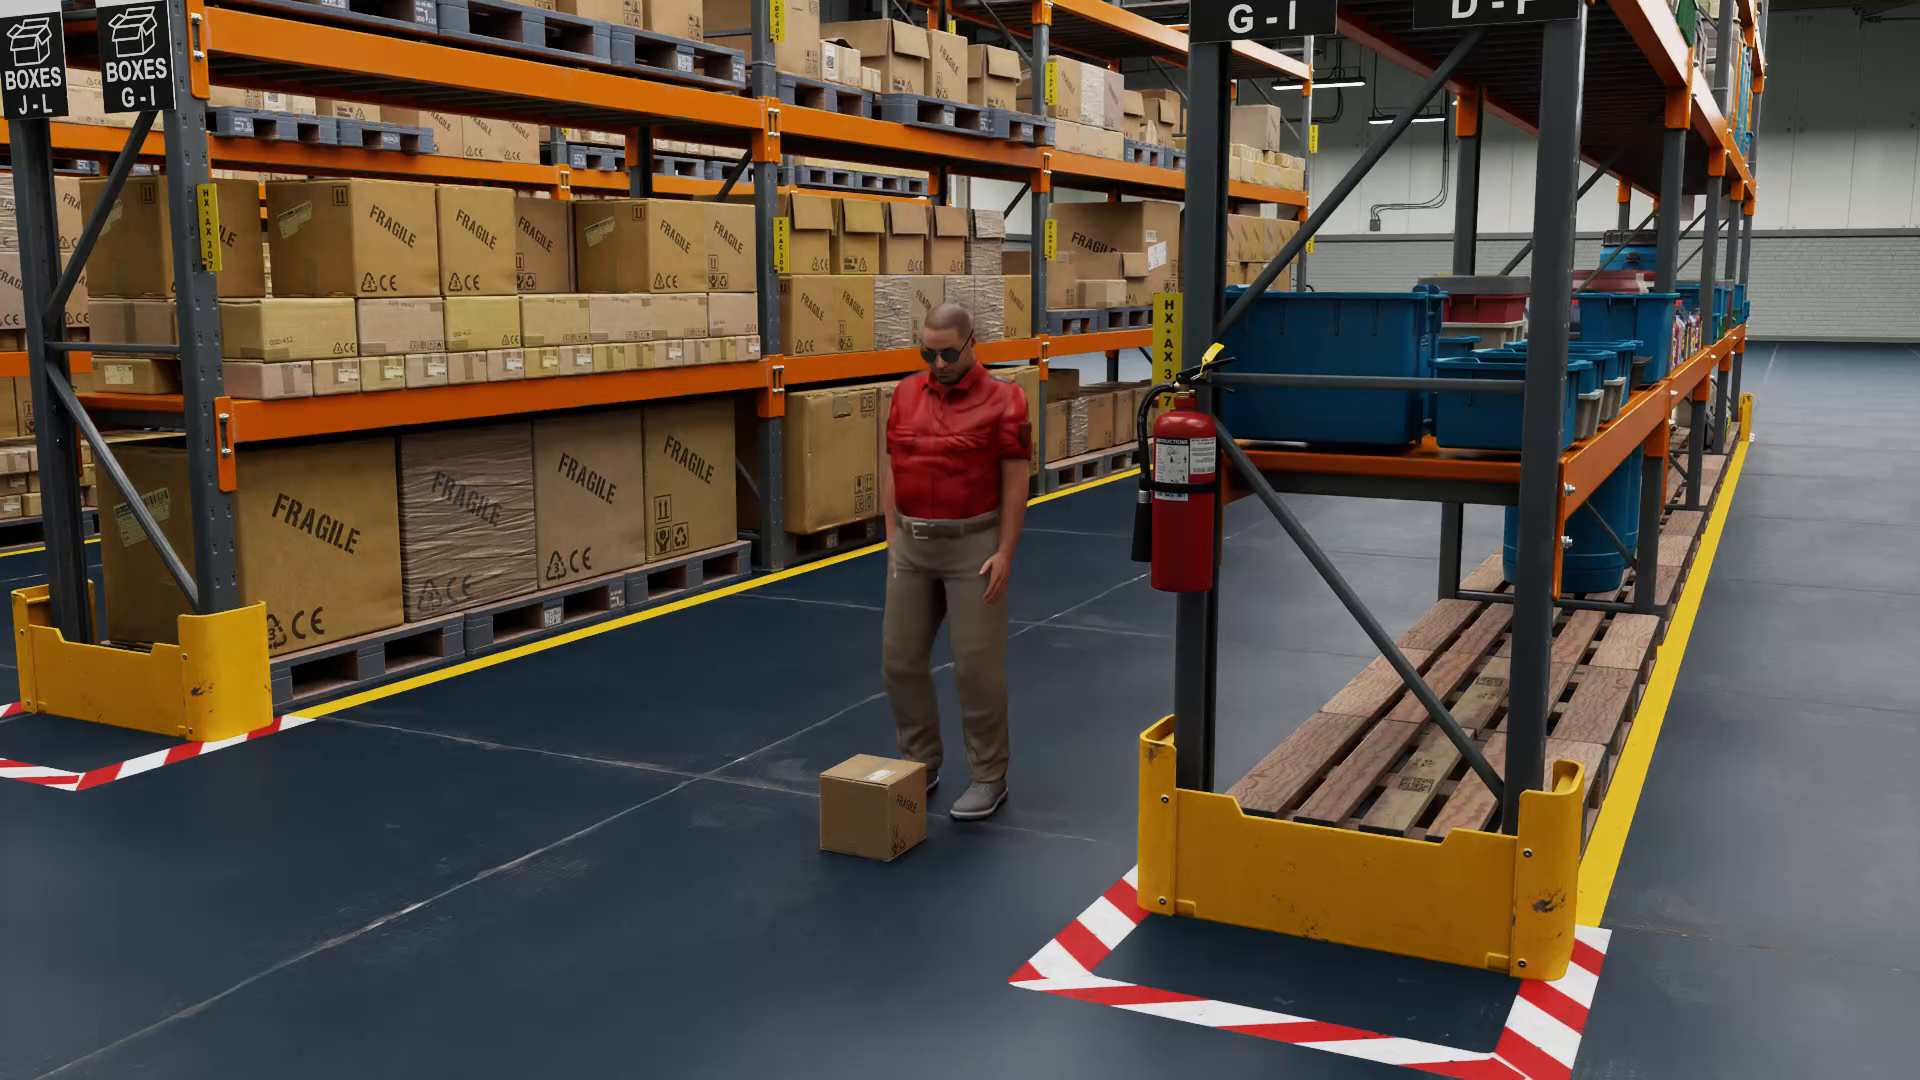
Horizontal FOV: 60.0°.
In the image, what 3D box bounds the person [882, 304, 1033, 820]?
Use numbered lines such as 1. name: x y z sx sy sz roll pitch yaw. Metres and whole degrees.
1. person: -0.020 0.065 5.602 0.540 1.709 0.367 5 10 27
